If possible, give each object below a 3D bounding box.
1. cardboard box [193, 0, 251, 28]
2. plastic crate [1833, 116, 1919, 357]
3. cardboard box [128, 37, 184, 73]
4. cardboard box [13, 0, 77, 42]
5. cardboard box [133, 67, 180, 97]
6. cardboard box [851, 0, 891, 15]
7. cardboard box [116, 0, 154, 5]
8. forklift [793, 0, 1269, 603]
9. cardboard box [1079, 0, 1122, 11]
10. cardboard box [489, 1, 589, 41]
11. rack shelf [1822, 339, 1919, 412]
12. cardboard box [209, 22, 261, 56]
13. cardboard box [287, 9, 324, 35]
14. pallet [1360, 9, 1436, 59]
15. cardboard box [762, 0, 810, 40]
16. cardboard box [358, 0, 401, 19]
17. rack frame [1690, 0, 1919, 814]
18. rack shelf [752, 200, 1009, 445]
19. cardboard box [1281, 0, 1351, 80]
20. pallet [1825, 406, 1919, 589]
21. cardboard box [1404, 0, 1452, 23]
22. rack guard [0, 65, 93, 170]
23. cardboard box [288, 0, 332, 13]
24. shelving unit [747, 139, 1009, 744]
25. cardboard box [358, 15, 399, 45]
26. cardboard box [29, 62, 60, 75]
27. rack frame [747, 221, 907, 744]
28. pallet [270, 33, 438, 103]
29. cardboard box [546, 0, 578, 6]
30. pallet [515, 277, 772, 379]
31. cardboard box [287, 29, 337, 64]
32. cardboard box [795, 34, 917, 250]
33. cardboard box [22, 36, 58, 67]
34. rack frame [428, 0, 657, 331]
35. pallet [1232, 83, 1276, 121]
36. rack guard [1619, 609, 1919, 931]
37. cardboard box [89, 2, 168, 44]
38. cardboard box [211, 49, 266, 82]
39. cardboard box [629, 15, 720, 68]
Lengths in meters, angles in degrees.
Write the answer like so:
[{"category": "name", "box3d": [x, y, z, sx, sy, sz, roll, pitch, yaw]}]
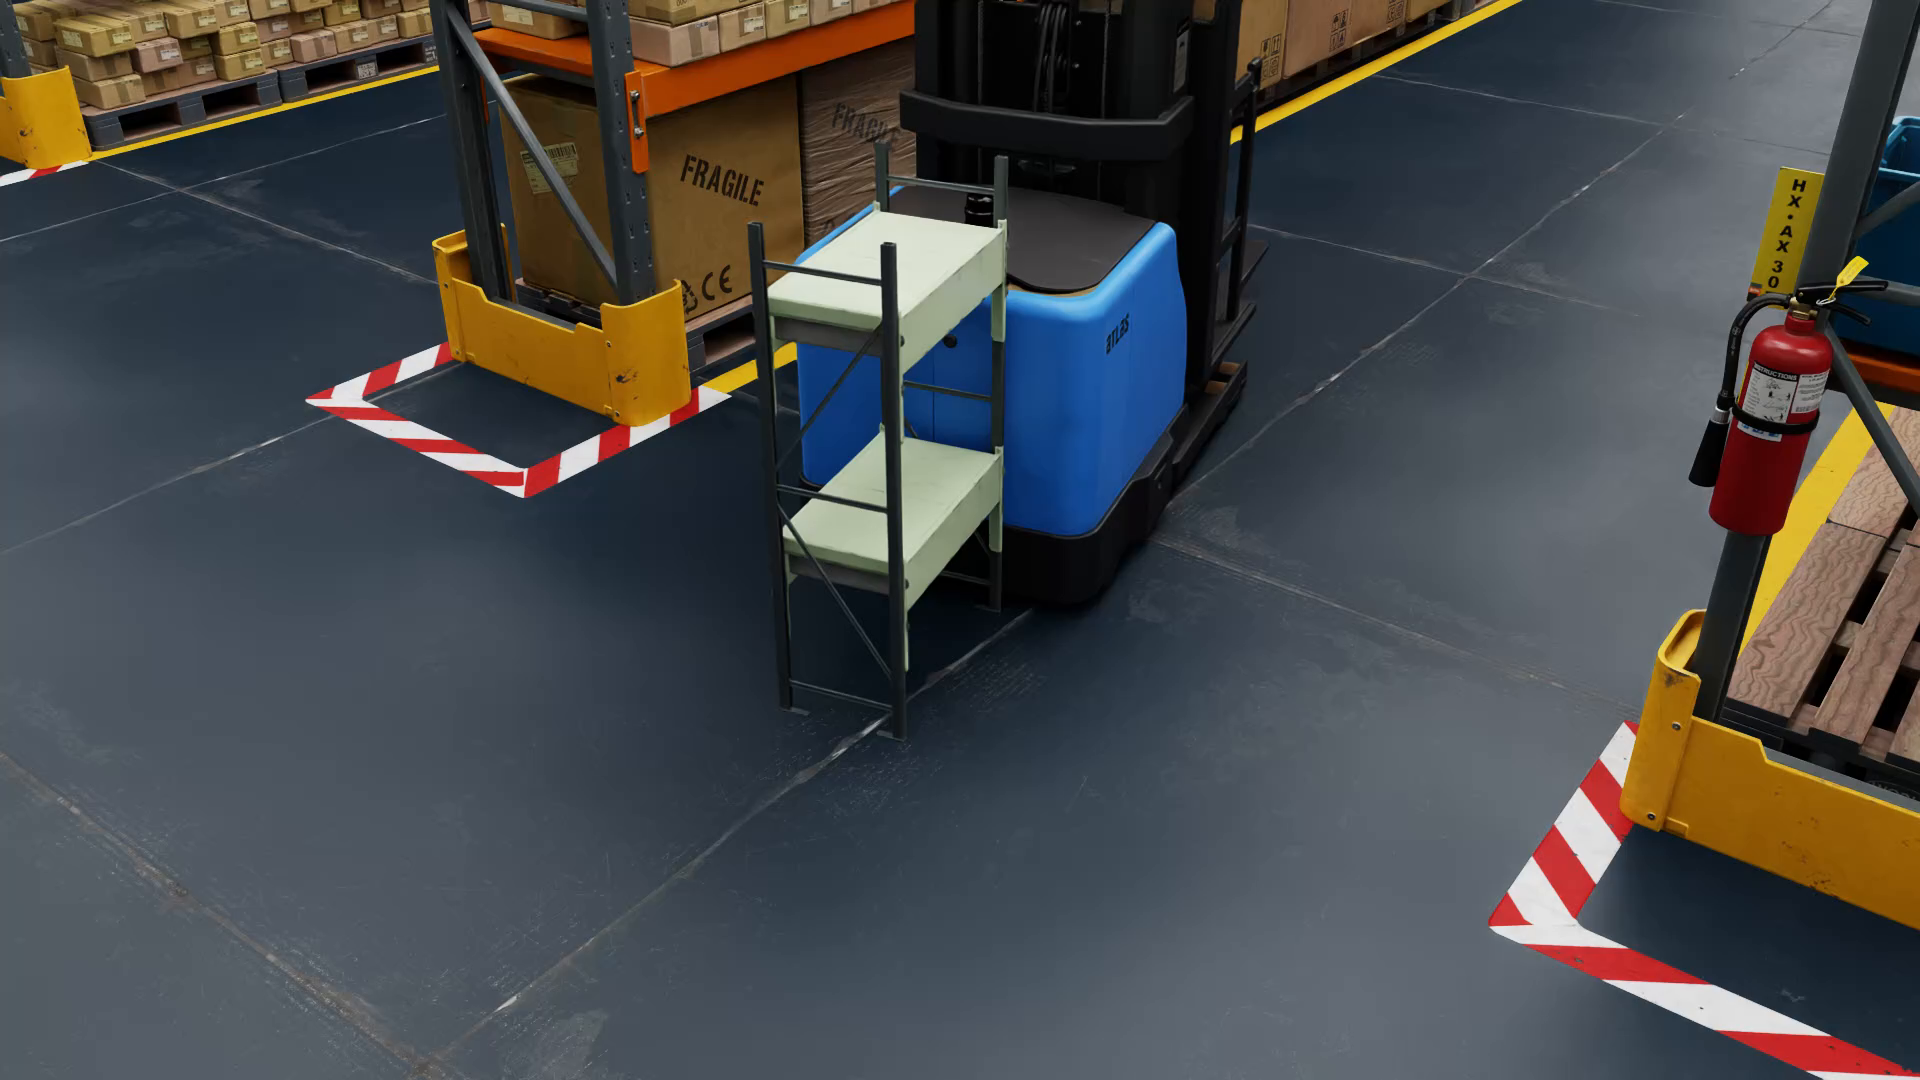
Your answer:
[{"category": "cardboard box", "box3d": [-4.508, -3.202, 10.012, 0.380, 0.149, 0.250, 19, 36, 29]}, {"category": "plastic crate", "box3d": [2.392, -0.688, 3.875, 0.616, 0.435, 0.499, 21, 37, 31]}, {"category": "cardboard box", "box3d": [-4.772, -2.855, 9.719, 0.380, 0.149, 0.250, 21, 37, 31]}, {"category": "cardboard box", "box3d": [-5.386, -3.049, 9.753, 0.380, 0.149, 0.250, 22, 37, 32]}, {"category": "cardboard box", "box3d": [-4.839, -2.746, 9.825, 0.380, 0.149, 0.250, 21, 37, 31]}, {"category": "cardboard box", "box3d": [-0.514, -2.331, 6.987, 0.380, 0.149, 0.250, 20, 36, 30]}, {"category": "cardboard box", "box3d": [-5.133, -3.278, 10.139, 0.380, 0.149, 0.250, 20, 36, 30]}, {"category": "forklift", "box3d": [0.508, -1.795, 5.904, 1.130, 2.935, 3.031, 12, 33, 20]}, {"category": "cardboard box", "box3d": [0.342, -2.627, 8.912, 0.875, 0.875, 0.875, 21, 37, 31]}, {"category": "cardboard box", "box3d": [-1.657, -2.116, 6.624, 0.380, 0.149, 0.250, 22, 37, 32]}, {"category": "rack shelf", "box3d": [3.546, -0.957, 5.128, 1.077, 0.370, 4.000, 21, 37, 31]}, {"category": "cardboard box", "box3d": [-4.453, -3.053, 10.052, 0.380, 0.149, 0.250, 22, 37, 33]}, {"category": "cardboard box", "box3d": [-4.238, -3.313, 10.491, 0.380, 0.149, 0.250, 23, 38, 34]}, {"category": "pallet", "box3d": [2.683, -3.733, 11.841, 1.003, 0.211, 1.213, 21, 37, 31]}, {"category": "cardboard box", "box3d": [-0.825, -2.121, 6.634, 0.380, 0.149, 0.250, 20, 36, 30]}, {"category": "cardboard box", "box3d": [-3.872, -3.515, 10.832, 0.380, 0.149, 0.250, 19, 36, 29]}, {"category": "rack frame", "box3d": [2.339, -0.454, 3.573, 1.000, 3.000, 0.127, 21, 37, 31]}, {"category": "rack shelf", "box3d": [-0.198, -0.614, 4.550, 0.431, 0.370, 0.720, 12, 33, 20]}, {"category": "cardboard box", "box3d": [1.714, -3.500, 10.386, 1.225, 0.875, 0.875, 20, 36, 30]}, {"category": "pallet", "box3d": [3.605, -0.071, 5.663, 1.003, 0.211, 1.213, 21, 37, 31]}, {"category": "cardboard box", "box3d": [2.786, -4.222, 11.604, 1.225, 0.875, 0.875, 19, 36, 29]}, {"category": "rack guard", "box3d": [-5.457, -2.501, 9.480, 1.175, 0.500, 0.348, 21, 37, 31]}, {"category": "cardboard box", "box3d": [-4.137, -3.405, 10.354, 0.380, 0.149, 0.250, 22, 37, 32]}, {"category": "shelving unit", "box3d": [-0.198, -0.278, 4.749, 0.431, 1.500, 0.755, 12, 33, 20]}, {"category": "cardboard box", "box3d": [-3.890, -3.355, 10.854, 0.380, 0.149, 0.250, 22, 37, 32]}, {"category": "cardboard box", "box3d": [-5.352, -2.778, 9.879, 0.380, 0.149, 0.250, 22, 37, 32]}, {"category": "rack frame", "box3d": [-0.341, -0.107, 4.459, 0.400, 1.500, 0.023, 12, 33, 20]}, {"category": "pallet", "box3d": [-4.202, -3.190, 10.925, 1.003, 0.211, 1.213, 21, 37, 31]}, {"category": "cardboard box", "box3d": [-1.529, -2.320, 6.578, 0.500, 0.250, 0.500, 20, 36, 31]}, {"category": "pallet", "box3d": [-1.190, -1.127, 7.445, 1.003, 0.211, 1.213, 21, 37, 31]}, {"category": "cardboard box", "box3d": [-4.155, -3.126, 10.468, 0.380, 0.149, 0.250, 19, 36, 29]}, {"category": "cardboard box", "box3d": [-0.738, -1.899, 7.684, 0.875, 0.875, 0.875, 21, 37, 31]}, {"category": "cardboard box", "box3d": [-5.412, -2.930, 9.844, 0.380, 0.149, 0.250, 20, 36, 30]}, {"category": "rack frame", "box3d": [-1.610, -1.978, 6.145, 1.000, 3.000, 0.127, 21, 37, 31]}, {"category": "pallet", "box3d": [1.210, -2.741, 10.168, 1.003, 0.211, 1.213, 21, 37, 31]}, {"category": "rack guard", "box3d": [2.335, 0.636, 4.187, 1.175, 0.500, 0.348, 21, 37, 31]}, {"category": "cardboard box", "box3d": [-4.846, -3.013, 9.693, 0.380, 0.149, 0.250, 22, 37, 32]}, {"category": "cardboard box", "box3d": [-4.453, -2.919, 10.117, 0.380, 0.149, 0.250, 22, 37, 32]}, {"category": "cardboard box", "box3d": [-1.133, -1.913, 6.281, 0.380, 0.149, 0.250, 22, 37, 32]}]
